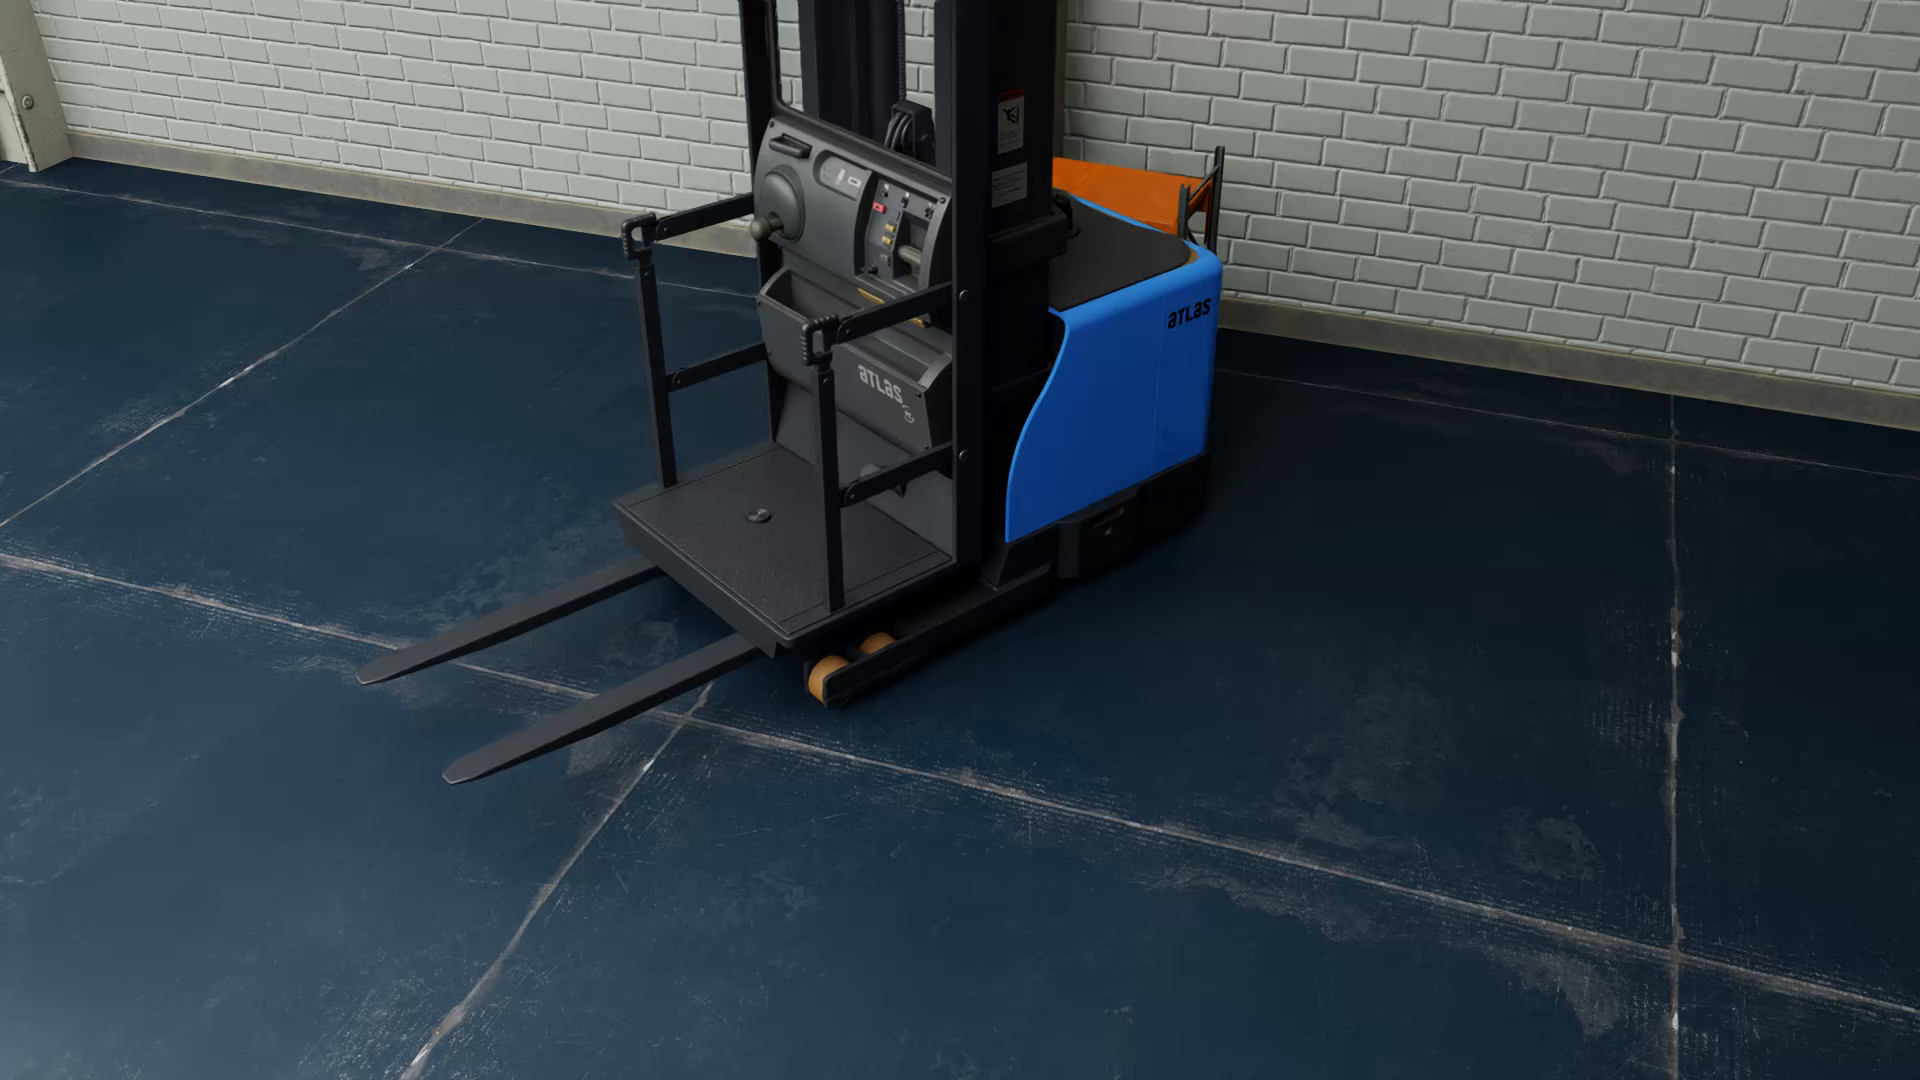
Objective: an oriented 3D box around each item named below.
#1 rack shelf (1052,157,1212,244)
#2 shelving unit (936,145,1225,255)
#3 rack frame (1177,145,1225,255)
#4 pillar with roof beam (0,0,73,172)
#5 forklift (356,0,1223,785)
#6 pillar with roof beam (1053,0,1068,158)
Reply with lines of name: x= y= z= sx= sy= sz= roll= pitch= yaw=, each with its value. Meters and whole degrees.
rack shelf: x=0.473 y=-1.327 z=6.729 sx=1.000 sy=0.278 sz=0.538 roll=14 pitch=35 yaw=20
shelving unit: x=0.473 y=-1.081 z=6.888 sx=1.048 sy=1.125 sz=0.538 roll=14 pitch=35 yaw=20
rack frame: x=0.937 y=-0.969 z=6.714 sx=0.032 sy=1.125 sz=0.500 roll=14 pitch=35 yaw=20
pillar with roof beam: x=-6.867 y=-3.800 z=3.840 sx=0.400 sy=9.000 sz=9.100 roll=11 pitch=34 yaw=16
forklift: x=-0.513 y=-1.012 z=5.114 sx=3.031 sy=2.935 sz=1.130 roll=-25 pitch=40 yaw=-33
pillar with roof beam: x=-1.219 y=-2.702 z=2.139 sx=0.400 sy=9.000 sz=9.100 roll=11 pitch=34 yaw=16
